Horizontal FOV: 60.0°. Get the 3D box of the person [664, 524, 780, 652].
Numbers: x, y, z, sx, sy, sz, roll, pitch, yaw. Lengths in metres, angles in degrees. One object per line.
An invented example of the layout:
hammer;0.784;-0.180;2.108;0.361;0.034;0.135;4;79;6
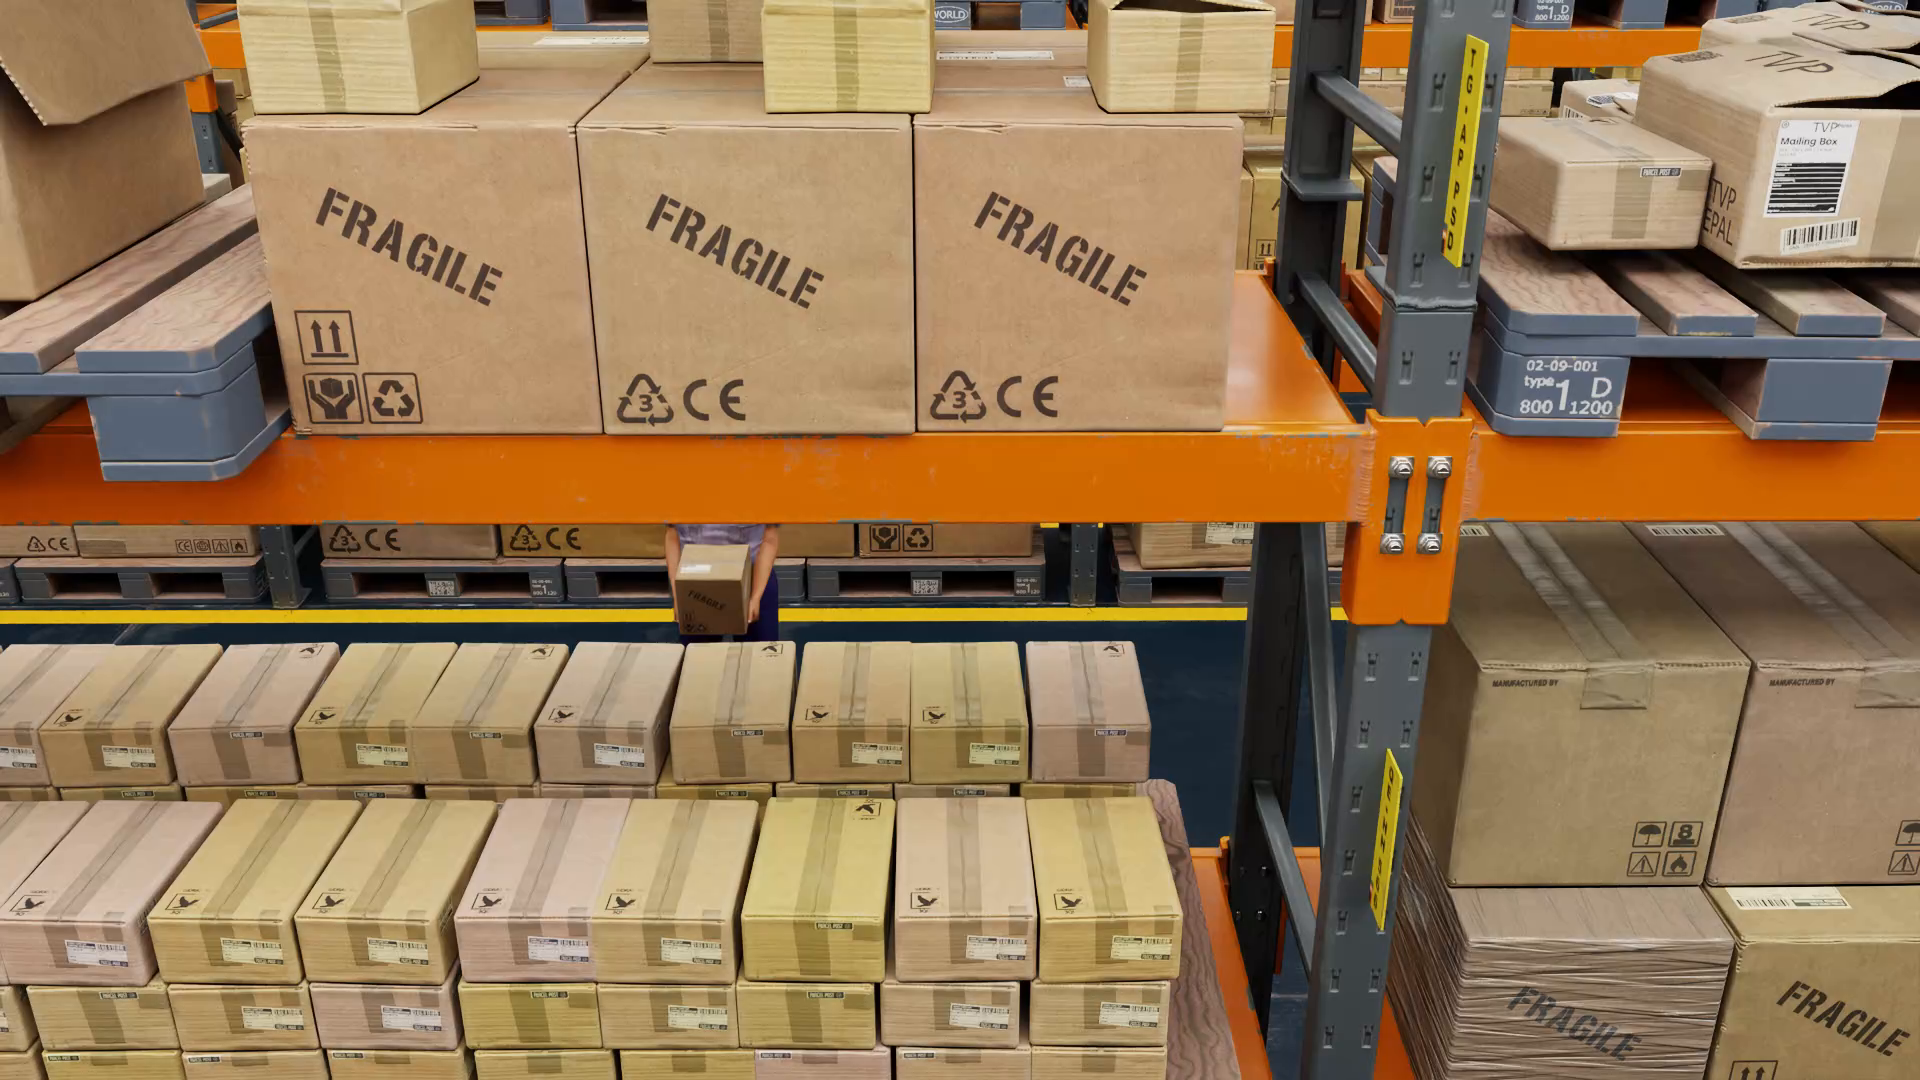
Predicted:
person;-0.921;0.271;6.535;0.453;1.637;0.513;0;24;1
